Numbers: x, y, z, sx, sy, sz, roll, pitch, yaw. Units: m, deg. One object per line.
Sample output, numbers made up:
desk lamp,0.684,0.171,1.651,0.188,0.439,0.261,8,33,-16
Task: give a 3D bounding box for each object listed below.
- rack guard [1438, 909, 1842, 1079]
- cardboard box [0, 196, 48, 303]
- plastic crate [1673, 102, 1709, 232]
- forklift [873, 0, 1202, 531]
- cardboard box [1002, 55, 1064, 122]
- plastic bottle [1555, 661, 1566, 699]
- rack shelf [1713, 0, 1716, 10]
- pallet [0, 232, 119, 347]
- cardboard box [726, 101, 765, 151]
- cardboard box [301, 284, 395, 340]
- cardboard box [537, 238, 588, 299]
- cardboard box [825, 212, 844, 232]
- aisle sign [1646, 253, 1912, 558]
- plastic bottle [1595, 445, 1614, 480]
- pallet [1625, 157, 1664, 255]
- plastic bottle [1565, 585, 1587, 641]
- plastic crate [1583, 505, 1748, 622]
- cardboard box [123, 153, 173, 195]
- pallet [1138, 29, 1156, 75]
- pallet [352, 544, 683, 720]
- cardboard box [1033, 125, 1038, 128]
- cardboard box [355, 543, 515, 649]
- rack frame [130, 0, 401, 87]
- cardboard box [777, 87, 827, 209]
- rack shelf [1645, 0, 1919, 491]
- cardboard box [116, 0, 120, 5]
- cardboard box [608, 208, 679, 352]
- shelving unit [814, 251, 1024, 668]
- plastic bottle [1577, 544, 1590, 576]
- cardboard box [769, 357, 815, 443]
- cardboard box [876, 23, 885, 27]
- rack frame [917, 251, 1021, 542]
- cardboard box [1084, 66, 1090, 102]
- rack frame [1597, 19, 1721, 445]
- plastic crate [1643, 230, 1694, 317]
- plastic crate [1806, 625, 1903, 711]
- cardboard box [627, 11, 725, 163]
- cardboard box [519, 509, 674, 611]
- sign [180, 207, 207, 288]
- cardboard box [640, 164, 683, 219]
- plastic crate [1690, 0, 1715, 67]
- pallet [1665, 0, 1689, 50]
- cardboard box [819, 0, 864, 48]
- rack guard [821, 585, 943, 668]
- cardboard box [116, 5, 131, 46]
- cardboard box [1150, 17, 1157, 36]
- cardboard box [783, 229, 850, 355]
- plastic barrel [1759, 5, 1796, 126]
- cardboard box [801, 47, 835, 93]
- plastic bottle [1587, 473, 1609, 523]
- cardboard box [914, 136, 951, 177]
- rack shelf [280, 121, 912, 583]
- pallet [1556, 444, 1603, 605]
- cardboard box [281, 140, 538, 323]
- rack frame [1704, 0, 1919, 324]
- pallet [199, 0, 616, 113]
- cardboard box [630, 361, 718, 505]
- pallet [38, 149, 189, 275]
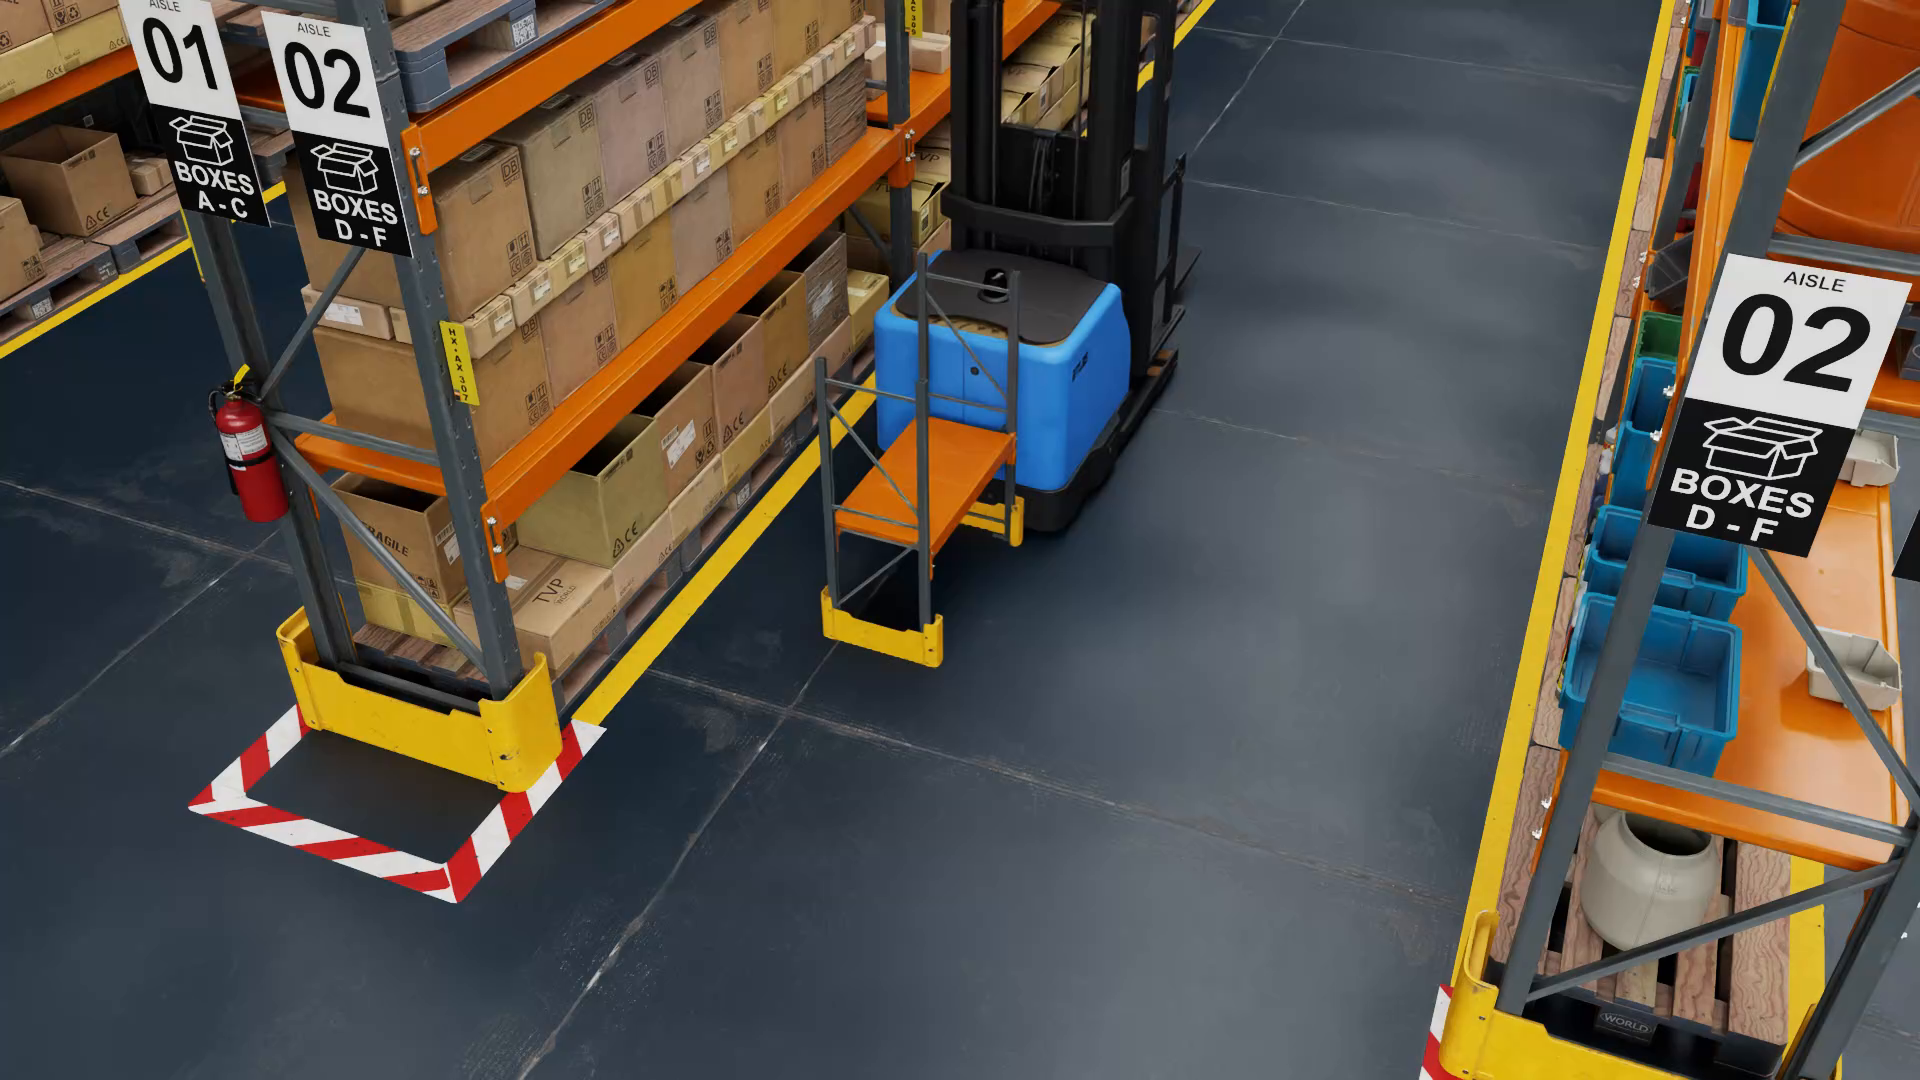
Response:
rack guard,2.281,1.703,5.655,1.175,0.500,0.348,14,39,18
cardboard box,-5.978,-1.750,9.908,0.700,0.500,0.500,11,38,15
plastic crate,3.719,-1.823,8.232,0.402,0.464,0.583,14,39,18
forklift,0.612,-2.095,8.706,1.130,2.935,3.031,14,39,18
cardboard box,0.402,-3.182,11.581,0.500,0.311,0.500,14,39,17
plastic bottle,2.589,0.583,7.036,0.097,0.201,0.097,0,37,0
rack shelf,4.579,-3.481,8.598,1.077,0.370,4.000,14,39,18
pallet,-6.030,-1.542,10.238,1.003,0.211,1.213,14,39,18
cardboard box,-1.152,-1.988,7.881,0.380,0.149,0.250,15,39,19
cardboard box,-2.315,-0.931,6.466,0.380,0.149,0.250,13,39,17
cardboard box,-1.741,-1.128,6.730,0.380,0.149,0.250,14,39,18
cardboard box,-0.873,-2.171,10.229,0.500,0.311,0.500,14,39,18
aisle sign,1.994,-0.314,4.095,0.394,0.787,0.004,14,39,18
plastic bottle,3.252,-0.382,8.328,0.097,0.201,0.097,0,37,0
pallet,5.009,-2.138,11.035,1.003,0.211,1.213,14,39,18
plastic bottle,2.763,0.343,7.295,0.152,0.276,0.135,13,39,16
plastic crate,2.462,0.111,5.822,0.499,0.251,0.408,14,39,18
cardboard box,-5.520,-2.455,11.130,0.380,0.166,0.250,9,38,12
pallet,1.079,-4.093,13.651,1.003,0.211,1.213,14,39,18
pallet,-2.032,0.308,7.763,1.003,0.211,1.213,14,39,18
cardboard box,0.205,-2.676,11.372,0.500,0.250,0.500,15,39,19
cardboard box,-2.353,0.193,7.533,0.500,0.250,0.500,14,39,18
rack frame,-2.284,-2.779,4.553,1.000,3.000,0.127,14,39,18
cardboard box,-1.119,-2.090,8.558,0.700,0.500,0.500,13,39,17
rack shelf,3.057,-1.266,5.635,1.077,0.370,4.000,14,39,18
cardboard box,-5.238,-3.633,10.189,0.500,0.500,0.500,14,39,18
cardboard box,-1.705,-1.237,7.417,0.700,0.500,0.500,14,39,18
shelving unit,-0.160,-0.380,7.607,0.587,1.500,1.083,14,39,18
plastic bottle,2.926,0.093,7.692,0.097,0.201,0.097,0,37,0
cardboard box,-1.112,-0.796,8.857,0.500,0.250,0.500,14,39,18
cardboard box,-0.597,-3.065,10.059,0.396,0.266,0.258,13,39,17
rack frame,0.037,-0.655,7.974,0.500,1.500,0.032,14,39,18
cardboard box,0.786,-3.525,12.508,0.500,0.250,0.500,15,39,19
rack frame,3.818,-1.460,7.799,1.000,3.000,0.127,14,39,18
plastic crate,3.501,-1.174,7.469,0.767,0.338,0.504,14,39,18
plastic crate,2.934,0.438,5.480,0.298,0.136,0.250,14,39,18
cardboard box,-1.498,-2.069,7.447,0.700,0.500,0.500,14,39,18
cardboard box,-1.687,0.034,7.747,0.500,0.250,0.500,14,39,18
sign,-2.780,-1.066,6.107,0.100,0.325,0.005,14,39,18
cardboard box,-1.447,-1.557,7.304,0.380,0.149,0.250,13,39,17
plastic crate,4.442,-2.875,9.639,0.402,0.464,0.583,14,39,18
pallet,6.529,-4.355,14.001,1.003,0.211,1.213,14,39,18
cardboard box,-0.925,-2.903,8.563,0.700,0.500,0.500,14,39,18
rack guard,-0.357,0.395,7.615,0.587,0.250,0.087,14,39,18
cardboard box,-5.244,-3.333,10.414,0.500,0.250,0.500,14,39,18
cardboard box,1.392,-4.458,13.531,0.500,0.500,0.500,12,39,16
cardboard box,-0.937,-1.377,9.008,0.500,0.500,0.500,14,39,18
plastic barrel,2.612,-1.350,4.639,0.600,0.588,0.600,0,37,0
cardboard box,-0.860,-2.409,8.444,0.380,0.149,0.250,13,39,16
plastic bottle,3.127,-0.223,7.989,0.144,0.351,0.185,15,39,19
cardboard box,-0.179,-2.330,10.441,0.500,0.311,0.500,13,39,17
rack shelf,-1.523,-1.195,8.046,1.077,0.370,4.000,14,39,18
pallet,3.523,0.019,8.149,1.003,0.211,1.213,14,39,18
cardboard box,-2.074,-1.220,6.312,0.700,0.500,0.500,14,39,18
rack frame,2.296,-1.648,3.040,1.000,3.000,0.127,14,39,18
pallet,-1.991,-1.927,5.993,1.003,0.211,1.213,14,39,18
cardboard box,-1.507,-0.546,7.896,0.500,0.500,0.500,14,39,18
pallet,-5.567,-2.220,11.145,1.003,0.211,1.213,14,39,18
